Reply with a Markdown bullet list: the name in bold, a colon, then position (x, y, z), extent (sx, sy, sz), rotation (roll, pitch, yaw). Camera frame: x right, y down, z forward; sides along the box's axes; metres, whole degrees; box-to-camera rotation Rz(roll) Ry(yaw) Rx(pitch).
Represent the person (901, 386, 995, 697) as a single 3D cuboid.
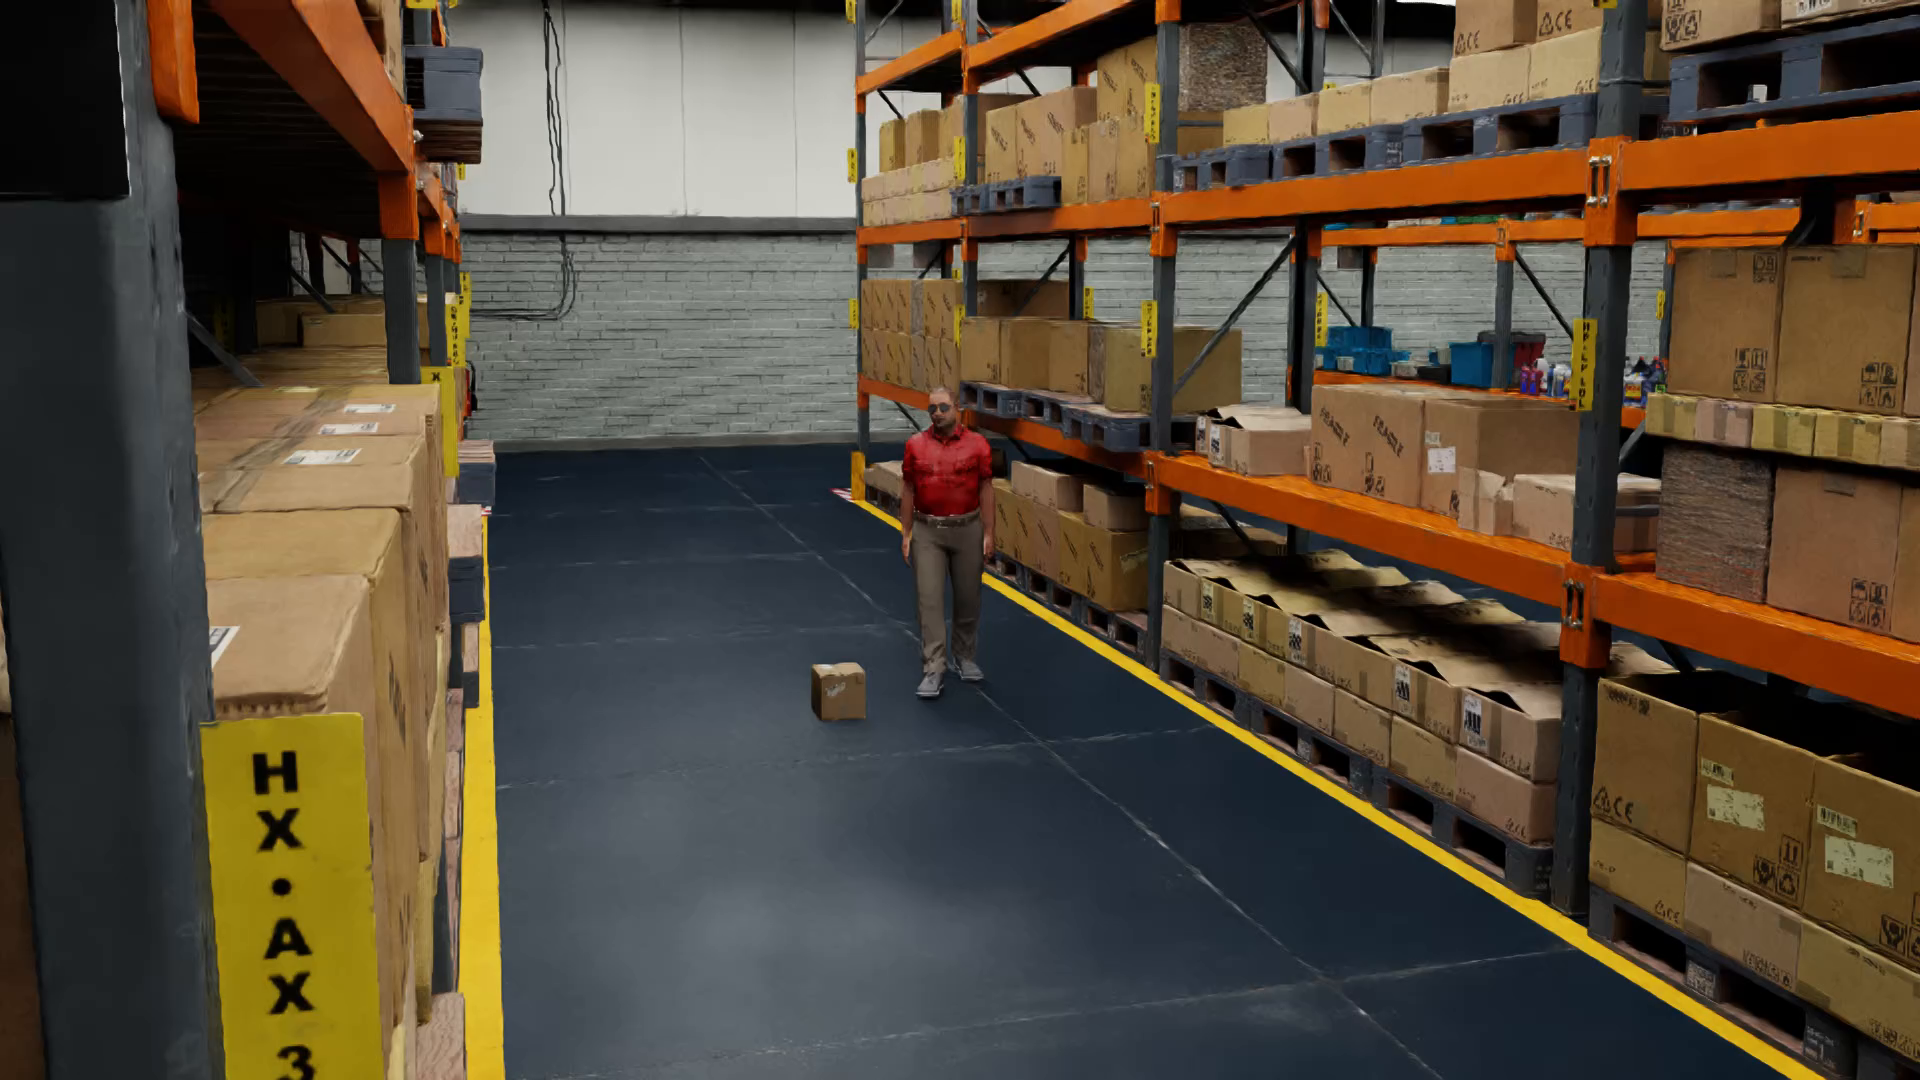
- **person**: position (-0.071, -0.012, 9.460), extent (0.543, 1.720, 0.700), rotation (0, 9, 2)
